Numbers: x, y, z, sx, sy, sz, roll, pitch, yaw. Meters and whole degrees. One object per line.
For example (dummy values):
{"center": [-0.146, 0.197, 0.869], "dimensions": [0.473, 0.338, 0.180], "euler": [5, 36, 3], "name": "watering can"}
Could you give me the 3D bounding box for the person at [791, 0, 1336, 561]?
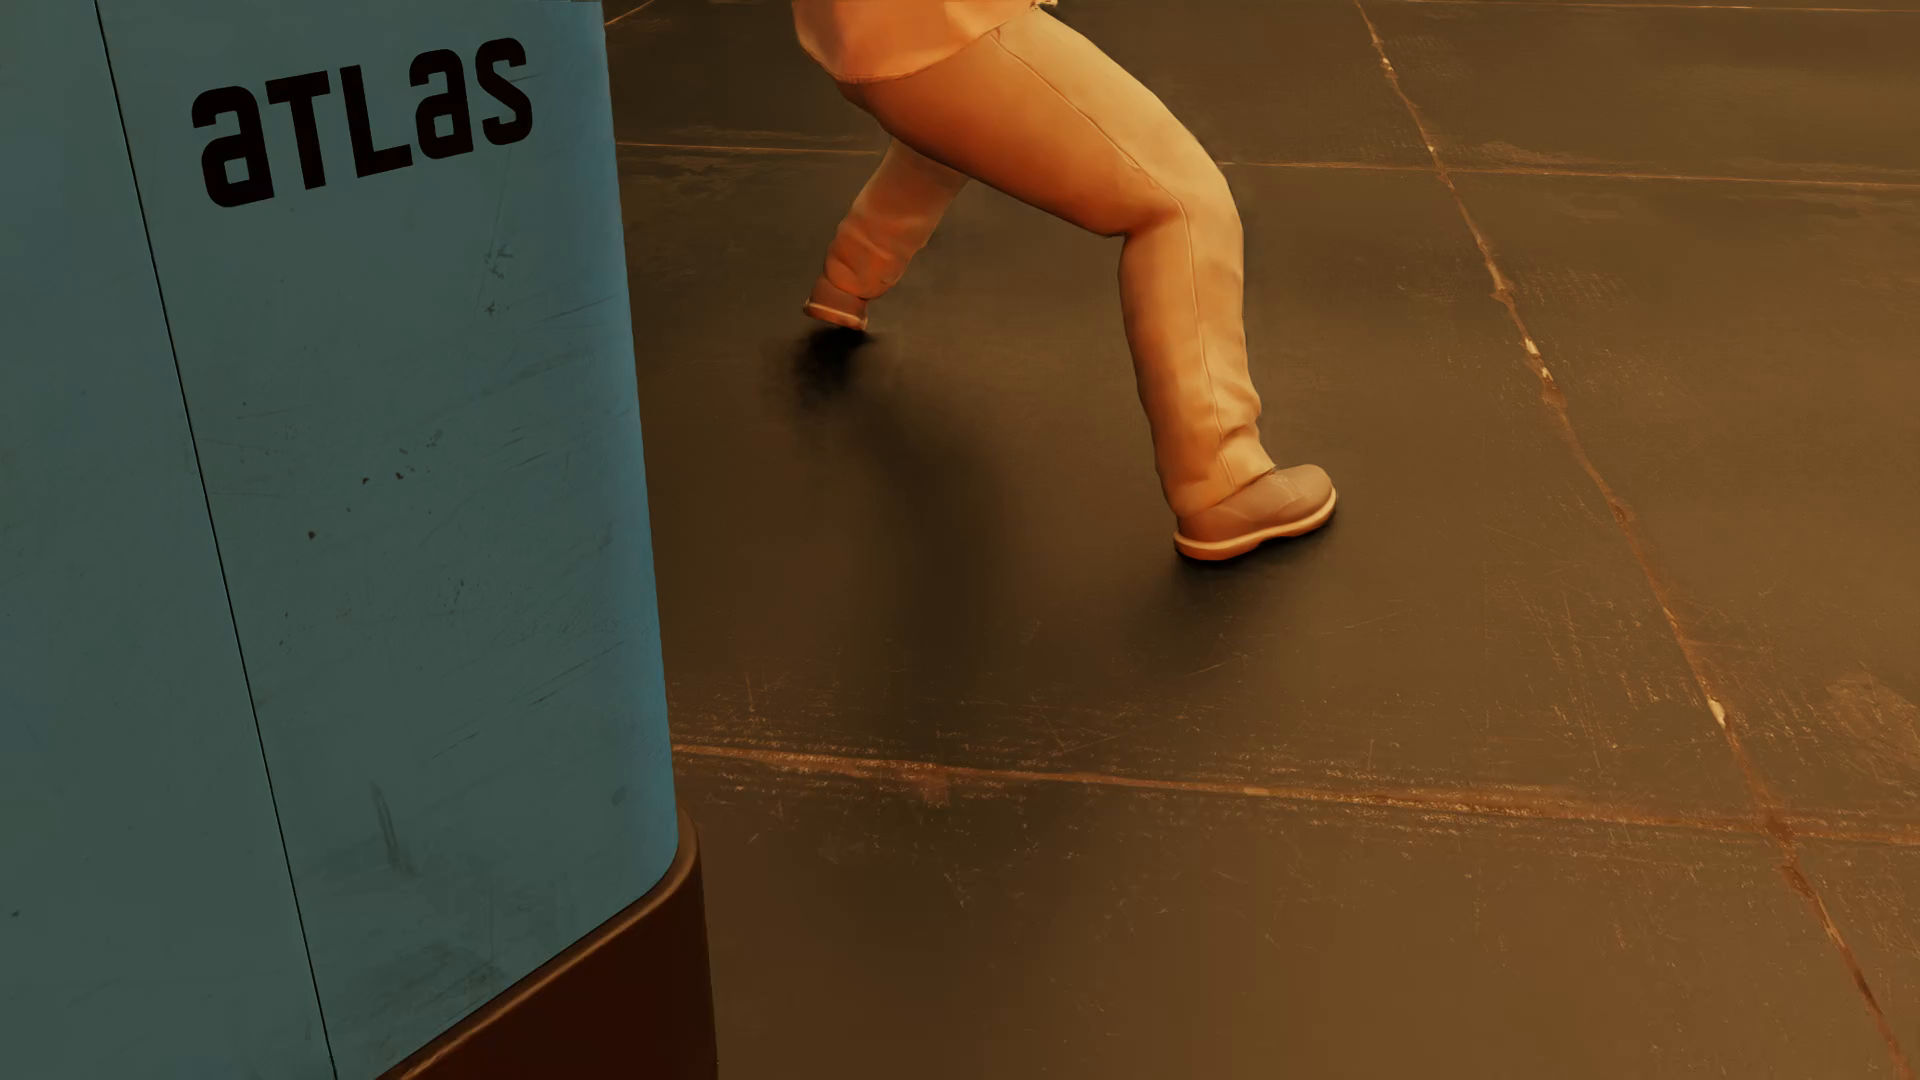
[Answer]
{"center": [0.087, -0.889, 2.569], "dimensions": [0.706, 1.528, 1.238], "euler": [-9, 28, -18], "name": "person"}
